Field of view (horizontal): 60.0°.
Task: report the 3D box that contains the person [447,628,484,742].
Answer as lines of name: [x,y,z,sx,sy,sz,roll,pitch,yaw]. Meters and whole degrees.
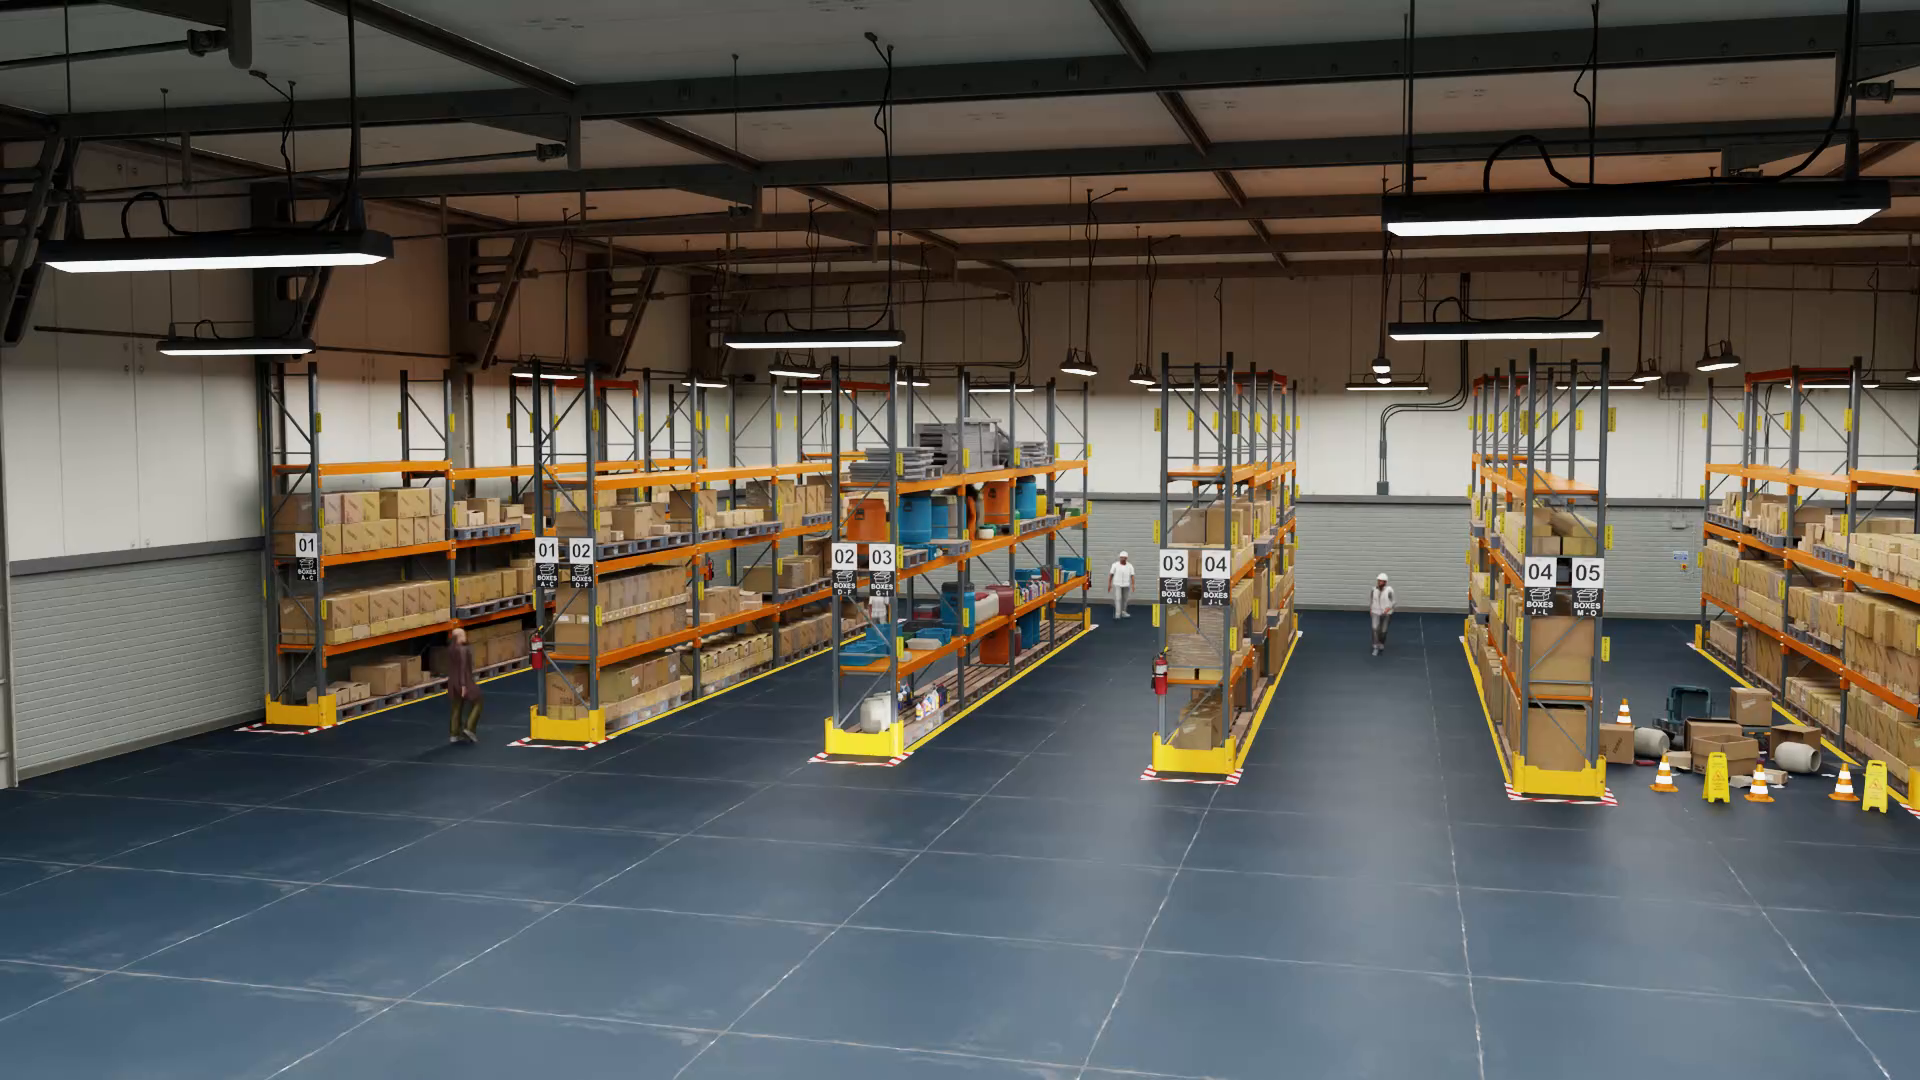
person: [-7.791,2.258,26.047,0.558,1.763,0.532,2,5,30]

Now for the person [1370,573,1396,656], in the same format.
person: [9.203,1.601,36.196,0.538,1.751,0.979,1,4,14]

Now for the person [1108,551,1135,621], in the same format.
person: [4.120,1.162,42.339,0.659,1.739,0.920,-1,4,-10]

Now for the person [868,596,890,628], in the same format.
person: [-1.748,1.649,35.904,0.448,1.648,0.939,0,4,5]
